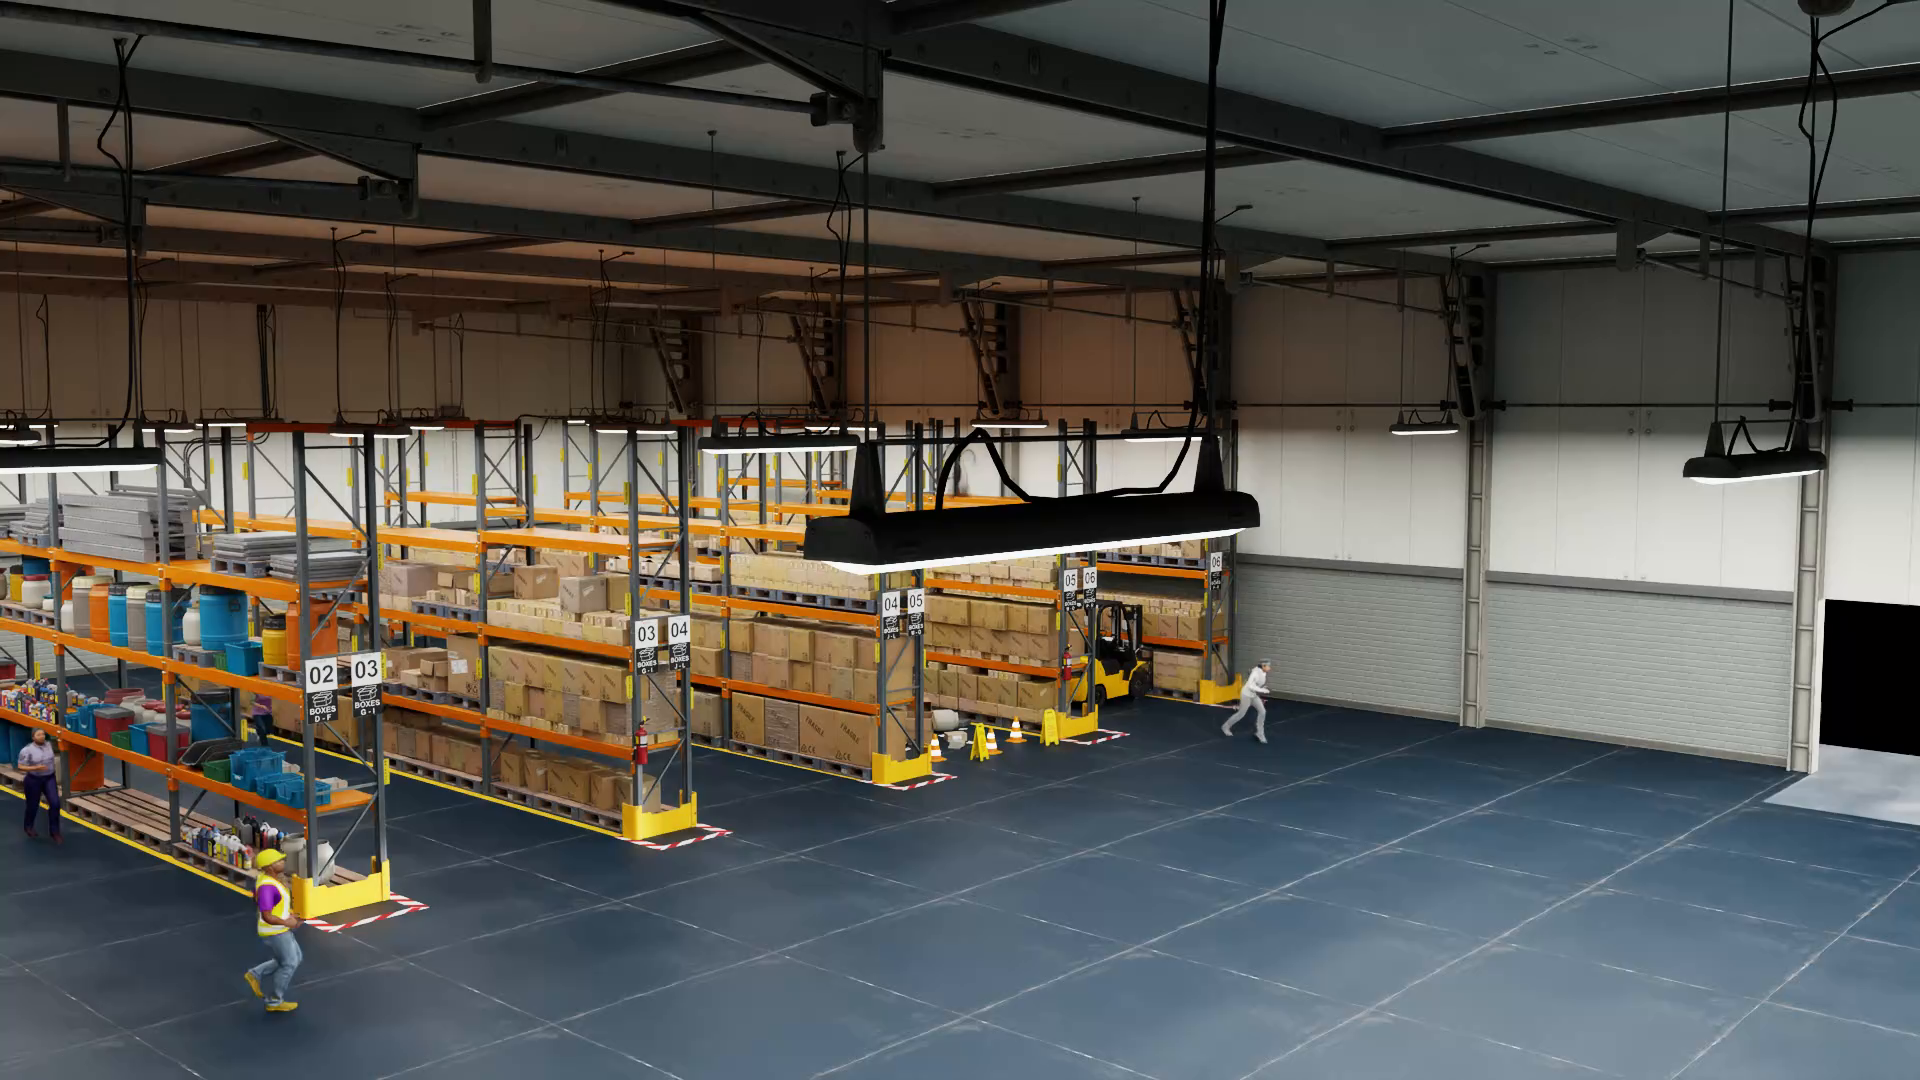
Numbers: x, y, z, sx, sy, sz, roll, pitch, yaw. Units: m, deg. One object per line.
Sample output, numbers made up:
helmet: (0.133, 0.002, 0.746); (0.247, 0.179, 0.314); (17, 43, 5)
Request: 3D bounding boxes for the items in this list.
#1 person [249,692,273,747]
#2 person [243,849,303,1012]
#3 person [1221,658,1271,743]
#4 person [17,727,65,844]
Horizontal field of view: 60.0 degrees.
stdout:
person: (-12.565, 3.134, 29.950); (0.690, 1.538, 0.506); (5, 7, 45)
person: (-7.136, 4.061, 17.324); (0.540, 1.723, 0.703); (-2, 5, -23)
person: (5.401, 3.009, 31.351); (0.963, 1.624, 0.658); (2, 5, 27)
person: (-13.338, 3.544, 24.060); (0.786, 1.701, 0.592); (4, 6, 39)
